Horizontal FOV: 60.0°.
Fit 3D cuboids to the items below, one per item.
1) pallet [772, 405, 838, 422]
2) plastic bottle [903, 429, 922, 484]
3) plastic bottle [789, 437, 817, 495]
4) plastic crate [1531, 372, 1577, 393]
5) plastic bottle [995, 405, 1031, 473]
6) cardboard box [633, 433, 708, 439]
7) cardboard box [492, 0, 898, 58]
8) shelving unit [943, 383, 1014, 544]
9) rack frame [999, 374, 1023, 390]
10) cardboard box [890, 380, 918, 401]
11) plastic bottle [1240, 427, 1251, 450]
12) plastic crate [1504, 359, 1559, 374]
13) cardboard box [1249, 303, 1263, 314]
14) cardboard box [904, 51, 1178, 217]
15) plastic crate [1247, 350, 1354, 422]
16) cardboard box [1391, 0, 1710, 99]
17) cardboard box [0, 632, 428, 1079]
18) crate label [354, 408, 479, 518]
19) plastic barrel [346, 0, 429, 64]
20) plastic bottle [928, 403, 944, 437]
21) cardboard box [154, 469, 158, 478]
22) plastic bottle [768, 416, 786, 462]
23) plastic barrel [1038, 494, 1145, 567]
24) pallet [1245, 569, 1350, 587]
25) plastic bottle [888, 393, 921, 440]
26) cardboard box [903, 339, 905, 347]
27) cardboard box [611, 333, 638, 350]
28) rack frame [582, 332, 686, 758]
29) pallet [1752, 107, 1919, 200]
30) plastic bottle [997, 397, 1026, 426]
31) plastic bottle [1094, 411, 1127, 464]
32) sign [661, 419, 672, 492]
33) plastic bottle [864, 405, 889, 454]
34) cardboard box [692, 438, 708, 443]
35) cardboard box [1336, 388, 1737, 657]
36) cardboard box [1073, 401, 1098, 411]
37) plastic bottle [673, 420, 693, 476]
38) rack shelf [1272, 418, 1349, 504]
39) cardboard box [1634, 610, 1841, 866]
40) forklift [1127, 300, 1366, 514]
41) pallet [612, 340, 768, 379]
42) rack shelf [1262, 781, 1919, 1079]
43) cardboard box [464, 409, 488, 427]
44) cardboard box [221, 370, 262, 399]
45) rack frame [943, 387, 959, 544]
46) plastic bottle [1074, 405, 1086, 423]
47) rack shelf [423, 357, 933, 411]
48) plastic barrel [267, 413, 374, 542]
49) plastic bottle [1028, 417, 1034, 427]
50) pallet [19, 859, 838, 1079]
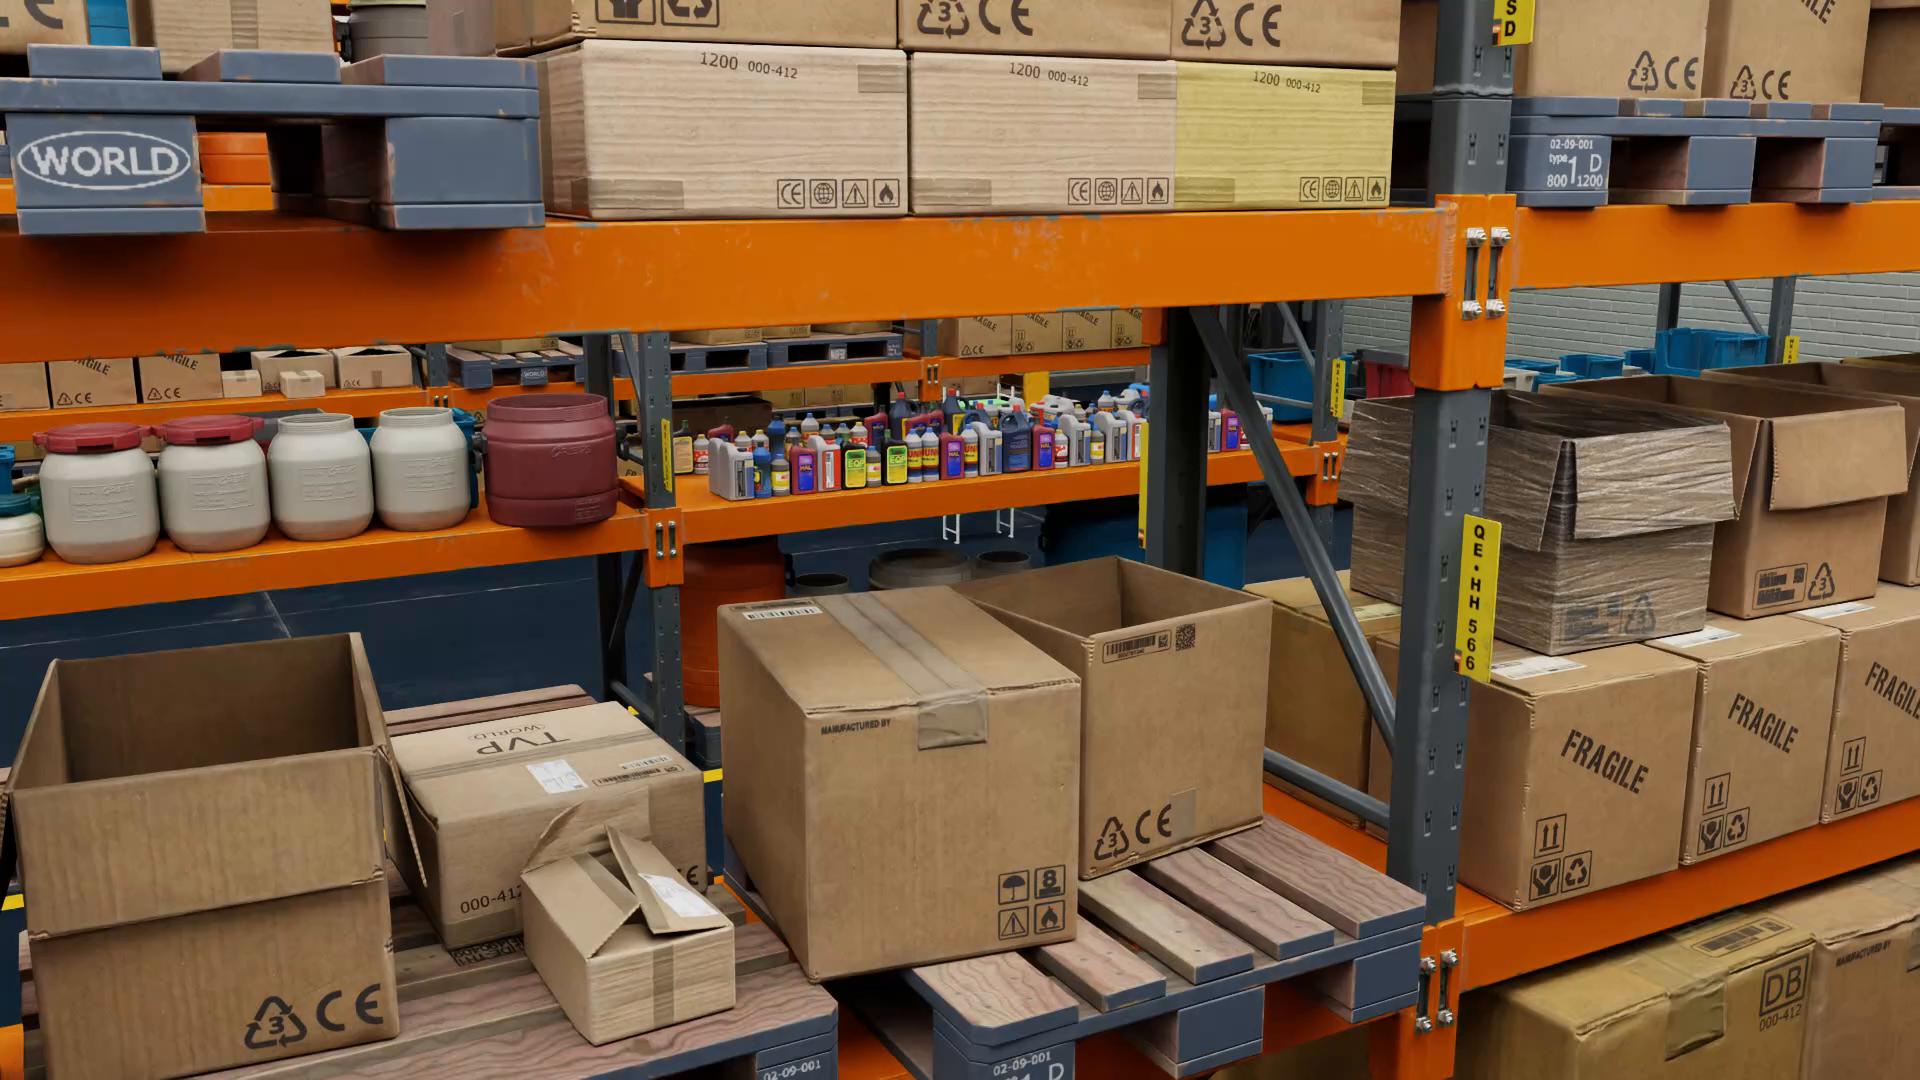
[{"bbox_3d":[-2.148,-1.450,19.071,1.213,0.211,1.003,-7,14,-28],"label":"pallet"},{"bbox_3d":[-0.241,-0.430,8.480,0.097,0.271,0.097,0,13,0],"label":"plastic bottle"},{"bbox_3d":[-0.772,-0.368,8.176,0.133,0.283,0.061,-7,14,-28],"label":"plastic bottle"},{"bbox_3d":[3.725,-0.939,10.695,0.300,0.233,0.416,-7,14,-28],"label":"plastic crate"},{"bbox_3d":[0.277,-0.537,8.774,0.185,0.351,0.144,-7,14,-28],"label":"plastic bottle"},{"bbox_3d":[-2.366,-0.620,13.723,0.500,0.500,0.500,-7,15,-30],"label":"cardboard box"},{"bbox_3d":[-0.429,-1.013,2.582,0.500,0.500,0.500,-7,14,-27],"label":"cardboard box"},{"bbox_3d":[0.145,-0.603,13.055,0.503,1.200,0.258,-7,14,-28],"label":"shelving unit"},{"bbox_3d":[0.658,-3.166,20.346,0.127,3.000,1.000,-7,14,-28],"label":"rack frame"},{"bbox_3d":[-0.789,-1.953,19.692,0.500,0.500,0.700,-7,15,-30],"label":"cardboard box"},{"bbox_3d":[1.614,-0.618,9.476,0.097,0.201,0.097,0,13,0],"label":"plastic bottle"},{"bbox_3d":[3.875,-1.104,11.426,0.300,0.233,0.416,-7,14,-28],"label":"plastic crate"},{"bbox_3d":[2.772,-2.161,15.653,0.500,0.500,0.500,-6,14,-26],"label":"cardboard box"},{"bbox_3d":[0.028,-0.699,2.893,0.500,0.250,0.500,-7,14,-28],"label":"cardboard box"},{"bbox_3d":[2.140,-0.973,10.499,0.575,0.384,0.392,-7,14,-28],"label":"plastic crate"},{"bbox_3d":[1.257,-1.258,3.842,0.637,0.503,0.797,-6,14,-25],"label":"cardboard box"},{"bbox_3d":[-1.277,0.504,2.844,0.637,0.503,0.797,-5,14,-22],"label":"cardboard box"},{"bbox_3d":[-2.618,-0.380,7.887,0.616,0.435,0.502,-7,14,-28],"label":"crate label"},{"bbox_3d":[-2.442,-2.079,7.541,0.600,0.901,0.600,0,13,0],"label":"plastic barrel"},{"bbox_3d":[-0.154,-0.625,9.321,0.133,0.283,0.061,-7,14,-28],"label":"plastic bottle"},{"bbox_3d":[-5.944,-0.345,11.837,0.500,0.311,0.500,-7,14,-29],"label":"cardboard box"},{"bbox_3d":[-0.983,-0.531,8.929,0.097,0.271,0.097,0,13,0],"label":"plastic bottle"},{"bbox_3d":[0.787,0.111,9.607,0.708,0.901,0.600,-7,14,-28],"label":"plastic barrel"},{"bbox_3d":[2.521,0.439,10.676,1.213,0.211,1.003,-7,14,-28],"label":"pallet"},{"bbox_3d":[-0.303,-0.645,9.256,0.185,0.351,0.144,-7,14,-28],"label":"plastic bottle"},{"bbox_3d":[-0.782,-2.320,19.847,0.250,0.149,0.380,-7,14,-27],"label":"cardboard box"},{"bbox_3d":[-2.594,-1.771,12.965,0.500,0.500,0.700,-4,13,-17],"label":"cardboard box"},{"bbox_3d":[-1.617,-0.415,8.123,0.127,3.000,1.000,-7,14,-28],"label":"rack frame"},{"bbox_3d":[2.276,-1.028,4.445,1.213,0.211,1.003,-6,14,-25],"label":"pallet"},{"bbox_3d":[0.289,-0.679,9.575,0.135,0.276,0.152,-7,14,-28],"label":"plastic bottle"},{"bbox_3d":[0.822,-0.566,9.076,0.135,0.276,0.152,-7,14,-28],"label":"plastic bottle"},{"bbox_3d":[-1.347,-0.390,7.638,0.005,0.325,0.100,-7,14,-28],"label":"sign"},{"bbox_3d":[-0.463,-0.604,9.225,0.133,0.283,0.061,-7,14,-28],"label":"plastic bottle"},{"bbox_3d":[-2.095,-0.522,13.289,0.500,0.500,0.500,-7,15,-30],"label":"cardboard box"},{"bbox_3d":[1.406,-0.073,4.089,0.637,0.503,0.797,-6,14,-26],"label":"cardboard box"},{"bbox_3d":[1.171,-0.987,15.345,0.637,0.503,0.797,-7,14,-28],"label":"cardboard box"},{"bbox_3d":[-1.466,-0.483,8.691,0.133,0.283,0.061,-7,14,-28],"label":"plastic bottle"},{"bbox_3d":[3.650,-0.696,11.007,4.000,0.370,1.077,-7,14,-28],"label":"rack shelf"},{"bbox_3d":[1.765,0.437,4.108,0.500,0.500,0.500,-7,15,-29],"label":"cardboard box"},{"bbox_3d":[2.940,-1.785,14.366,3.031,2.935,1.130,-7,15,-29],"label":"forklift"},{"bbox_3d":[-2.282,-1.482,13.301,1.213,0.211,1.003,-7,14,-28],"label":"pallet"},{"bbox_3d":[2.512,0.680,4.896,4.000,0.370,1.077,-7,14,-28],"label":"rack shelf"},{"bbox_3d":[-4.883,-1.624,17.432,0.750,0.750,0.750,-7,14,-28],"label":"cardboard box"},{"bbox_3d":[-5.079,-1.103,11.750,0.250,0.149,0.380,-6,14,-24],"label":"cardboard box"},{"bbox_3d":[-0.069,-0.577,12.941,0.015,1.200,0.240,-7,14,-28],"label":"rack frame"},{"bbox_3d":[0.698,-0.698,9.832,0.097,0.201,0.097,0,13,0],"label":"plastic bottle"},{"bbox_3d":[-2.231,-1.230,13.381,4.000,0.370,1.077,-7,14,-28],"label":"rack shelf"},{"bbox_3d":[-2.787,-0.276,7.250,0.421,0.512,0.421,0,13,0],"label":"plastic barrel"},{"bbox_3d":[0.383,-0.520,8.880,0.097,0.271,0.097,0,13,0],"label":"plastic bottle"},{"bbox_3d":[-0.962,0.849,2.943,1.213,0.211,1.003,-7,14,-28],"label":"pallet"}]
